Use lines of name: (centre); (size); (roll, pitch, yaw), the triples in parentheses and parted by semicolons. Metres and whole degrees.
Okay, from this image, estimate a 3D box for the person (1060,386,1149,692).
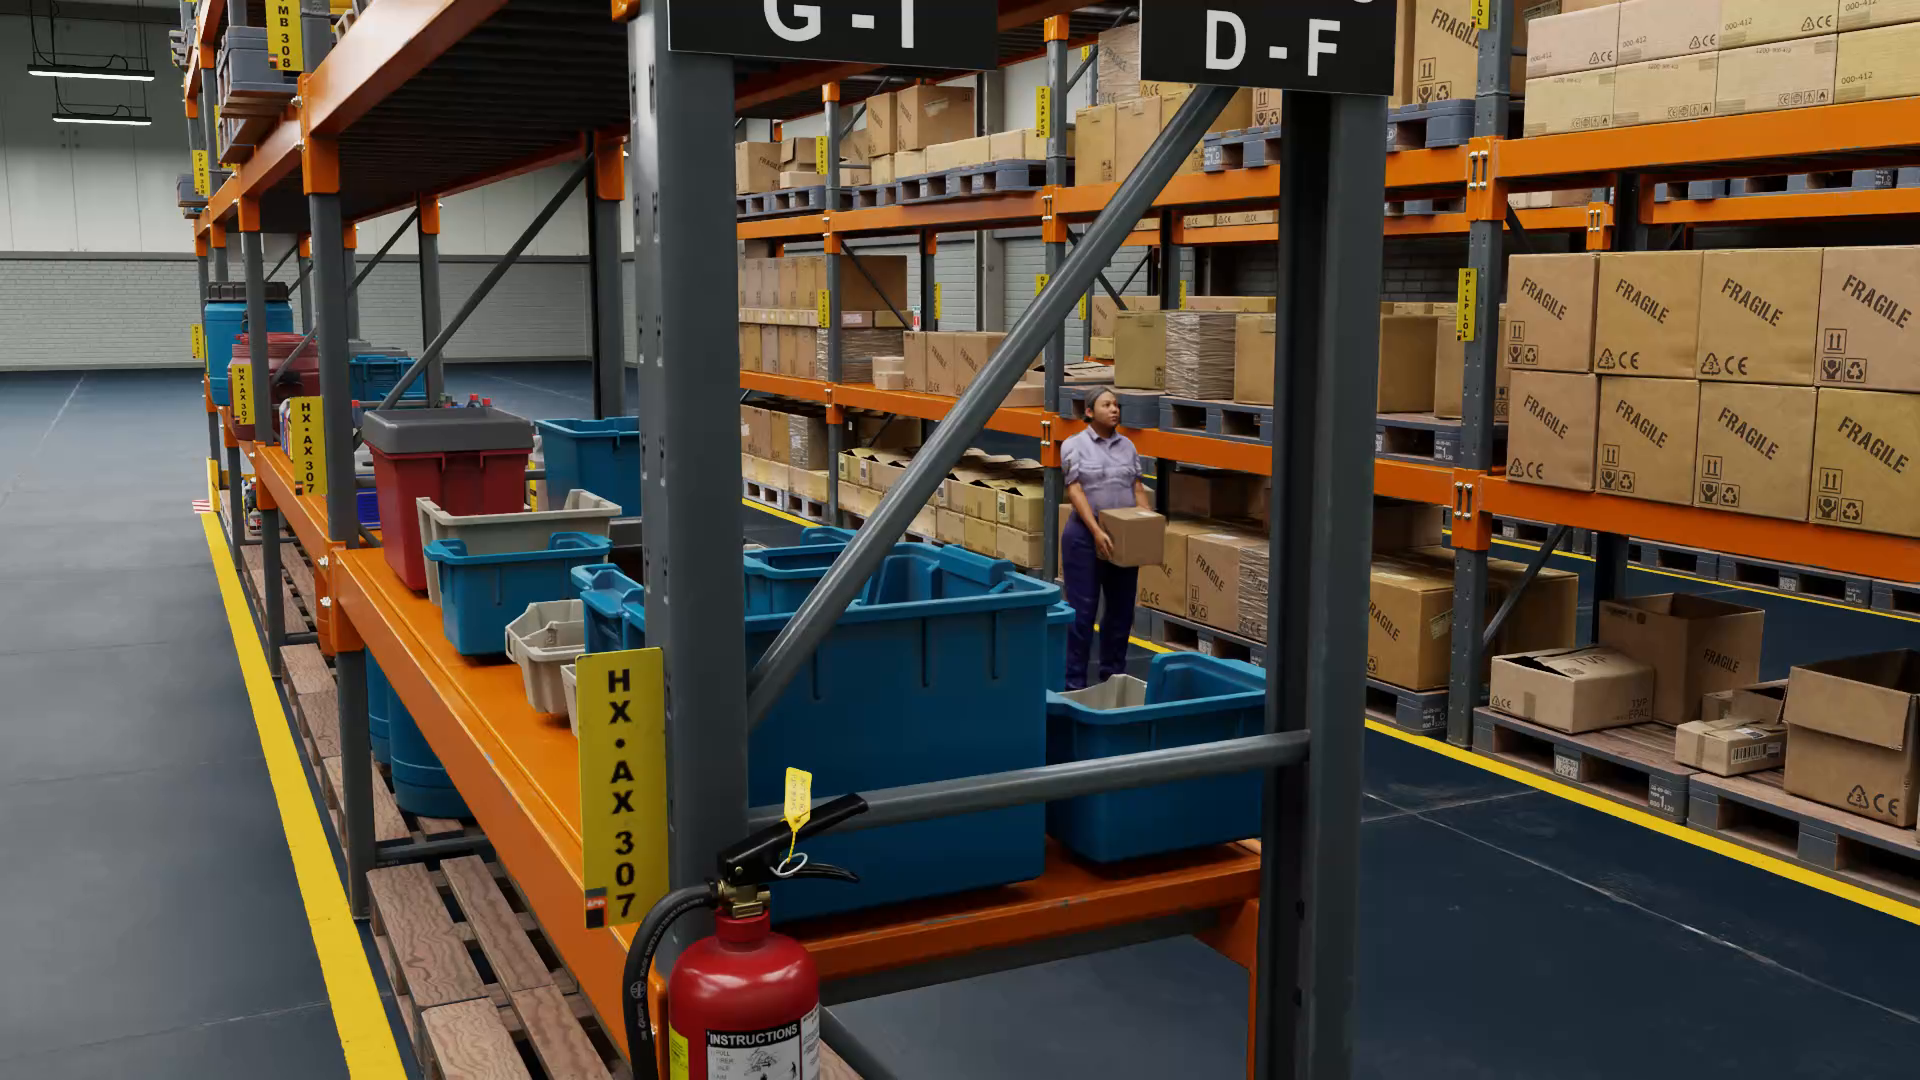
person: (0.762, 0.035, 8.658); (0.507, 1.649, 0.486); (-4, 10, -26)
